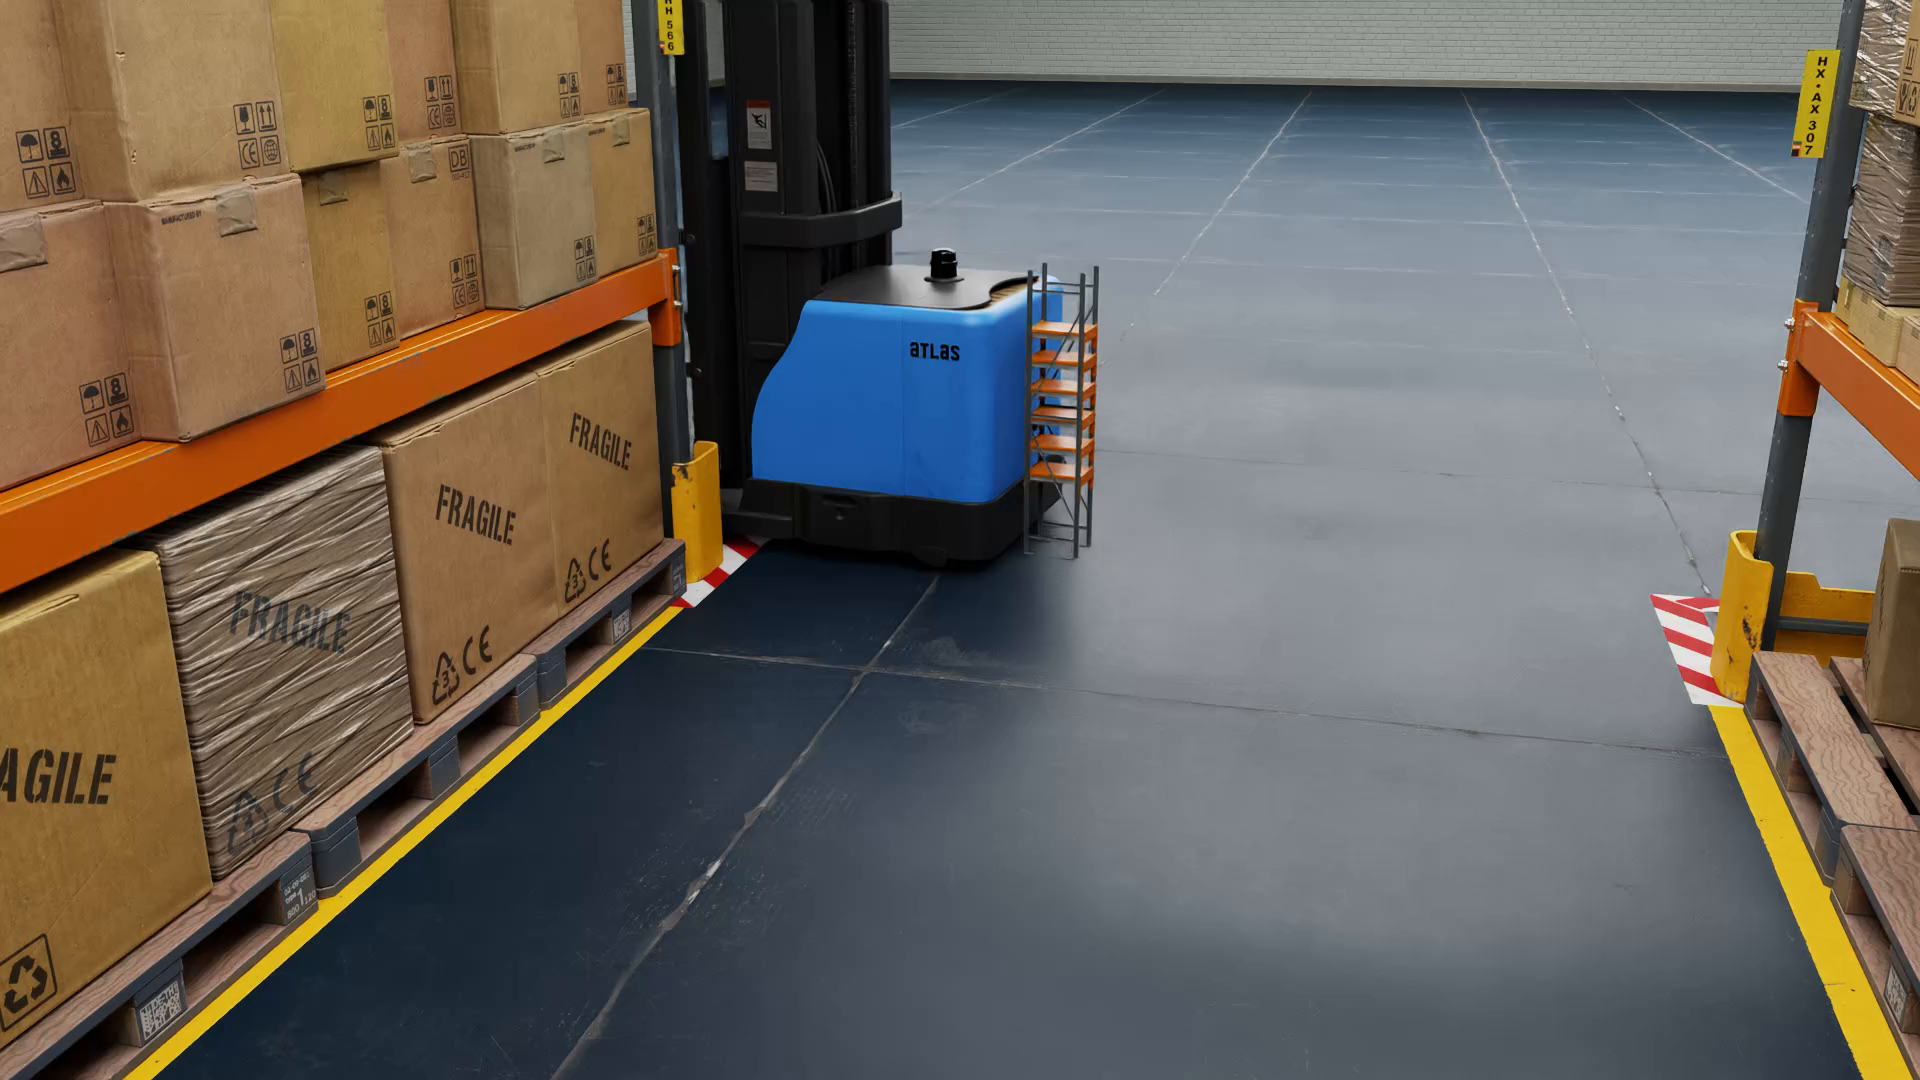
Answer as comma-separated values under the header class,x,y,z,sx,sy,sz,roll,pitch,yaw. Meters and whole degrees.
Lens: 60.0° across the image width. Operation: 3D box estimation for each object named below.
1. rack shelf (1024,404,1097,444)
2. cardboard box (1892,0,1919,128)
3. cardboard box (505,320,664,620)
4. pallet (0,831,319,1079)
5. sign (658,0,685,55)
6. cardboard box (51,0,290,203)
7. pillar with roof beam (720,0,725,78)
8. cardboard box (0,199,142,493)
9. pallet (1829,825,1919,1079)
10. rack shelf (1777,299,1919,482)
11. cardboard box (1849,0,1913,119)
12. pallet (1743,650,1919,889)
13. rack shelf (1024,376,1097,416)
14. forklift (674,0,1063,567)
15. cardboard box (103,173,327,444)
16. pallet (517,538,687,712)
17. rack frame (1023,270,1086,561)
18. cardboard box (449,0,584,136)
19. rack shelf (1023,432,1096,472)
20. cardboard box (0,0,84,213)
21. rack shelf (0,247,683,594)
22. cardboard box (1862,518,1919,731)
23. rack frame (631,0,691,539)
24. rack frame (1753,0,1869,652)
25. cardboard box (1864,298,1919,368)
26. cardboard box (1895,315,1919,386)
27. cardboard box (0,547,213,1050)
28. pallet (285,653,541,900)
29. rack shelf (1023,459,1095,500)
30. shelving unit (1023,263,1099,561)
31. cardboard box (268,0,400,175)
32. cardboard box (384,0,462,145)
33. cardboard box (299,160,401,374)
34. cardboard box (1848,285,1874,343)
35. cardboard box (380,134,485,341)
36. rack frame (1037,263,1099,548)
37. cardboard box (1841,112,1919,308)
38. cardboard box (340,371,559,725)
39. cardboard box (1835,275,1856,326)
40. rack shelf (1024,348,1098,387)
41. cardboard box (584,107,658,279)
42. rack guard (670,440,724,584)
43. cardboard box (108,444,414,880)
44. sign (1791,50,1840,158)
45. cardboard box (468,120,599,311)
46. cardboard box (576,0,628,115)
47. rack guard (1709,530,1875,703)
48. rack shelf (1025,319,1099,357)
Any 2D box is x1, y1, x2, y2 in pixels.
class,x,y,z,sx,sy,sz,roll,pitch,yaw
rack shelf,0.414,-0.480,6.874,0.258,0.103,0.180,7,20,20
cardboard box,2.671,-1.262,4.080,0.500,0.500,0.500,5,19,13
cardboard box,-1.688,-0.307,6.082,0.875,0.875,0.875,5,19,14
pallet,-2.302,1.010,3.904,1.003,0.211,1.213,5,19,13
sign,-1.063,-1.944,6.080,0.100,0.325,0.005,5,19,13
cardboard box,-2.153,-1.112,3.901,0.875,0.550,0.550,5,19,13
pillar with roof beam,-0.765,-13.836,33.774,9.100,9.000,0.400,5,19,13
cardboard box,-2.372,-0.439,3.600,0.875,0.550,0.550,5,19,13
pallet,2.647,1.069,3.732,1.003,0.211,1.213,5,19,13
rack shelf,2.710,0.060,3.485,1.077,0.370,4.000,5,19,13
cardboard box,2.800,-1.418,4.537,0.500,0.500,0.500,5,19,13
pallet,2.948,0.688,4.848,1.003,0.211,1.213,5,19,13
rack shelf,0.414,-0.594,6.835,0.258,0.103,0.180,7,20,20
forklift,-1.108,-1.559,7.218,3.031,2.935,1.130,7,20,20
cardboard box,-2.126,-0.599,4.069,0.875,0.550,0.550,5,19,13
pallet,-1.706,0.245,6.143,1.003,0.211,1.213,5,19,13
rack frame,0.381,-0.495,6.779,0.240,1.200,0.006,7,20,20
cardboard box,-1.759,-1.620,5.388,0.875,0.550,0.550,5,19,13
rack shelf,0.414,-0.367,6.913,0.258,0.103,0.180,7,20,20
cardboard box,-2.418,-0.954,3.437,0.875,0.550,0.550,5,19,13
rack shelf,-2.075,-0.364,4.725,1.077,0.370,4.000,5,19,13
cardboard box,3.030,0.271,4.971,0.500,0.500,0.500,9,21,23
rack frame,-1.586,-1.331,6.444,1.000,3.000,0.127,5,19,13
rack frame,3.199,-0.908,5.204,1.000,3.000,0.127,5,19,13
cardboard box,2.743,-0.564,4.588,0.380,0.149,0.250,5,19,13
cardboard box,2.702,-0.484,4.353,0.380,0.149,0.250,5,19,13
cardboard box,-2.342,0.538,3.610,0.875,0.875,0.875,5,19,14
pallet,-2.006,0.627,5.027,1.003,0.211,1.213,5,19,13
rack shelf,0.414,-0.253,6.952,0.258,0.103,0.180,7,20,20
shelving unit,0.414,-0.522,6.860,0.258,1.200,0.189,7,20,20
cardboard box,-2.031,-1.279,4.389,0.875,0.550,0.500,5,19,13
cardboard box,-2.028,-1.455,4.905,0.875,0.550,0.550,5,19,13
cardboard box,-2.094,-0.773,4.578,0.875,0.550,0.500,5,19,13
cardboard box,2.818,-0.641,4.814,0.380,0.149,0.250,5,19,13
cardboard box,-2.005,-0.942,5.074,0.875,0.550,0.550,5,19,13
rack frame,0.447,-0.550,6.940,0.240,1.200,0.006,7,20,20
cardboard box,3.038,-0.926,4.642,0.875,0.500,0.500,5,19,13
cardboard box,-1.901,-0.031,5.274,0.875,0.875,0.875,4,19,13
cardboard box,2.898,-0.718,5.039,0.380,0.149,0.250,5,19,13
rack shelf,0.414,-0.707,6.796,0.258,0.103,0.180,7,20,20
cardboard box,-1.633,-1.282,6.069,0.875,0.550,0.550,5,19,13
rack guard,-1.580,-0.156,6.870,1.175,0.500,0.348,5,19,13
cardboard box,-2.125,0.255,4.438,0.875,0.875,0.875,5,19,14
sign,2.673,-1.360,5.190,0.100,0.325,0.005,5,19,13
cardboard box,-1.746,-1.108,5.559,0.875,0.550,0.550,5,19,13
cardboard box,-1.714,-1.800,5.914,0.875,0.550,0.550,5,19,13
rack guard,3.180,0.299,5.539,1.175,0.500,0.348,5,19,13
rack shelf,0.415,-0.821,6.757,0.258,0.103,0.180,7,20,20
